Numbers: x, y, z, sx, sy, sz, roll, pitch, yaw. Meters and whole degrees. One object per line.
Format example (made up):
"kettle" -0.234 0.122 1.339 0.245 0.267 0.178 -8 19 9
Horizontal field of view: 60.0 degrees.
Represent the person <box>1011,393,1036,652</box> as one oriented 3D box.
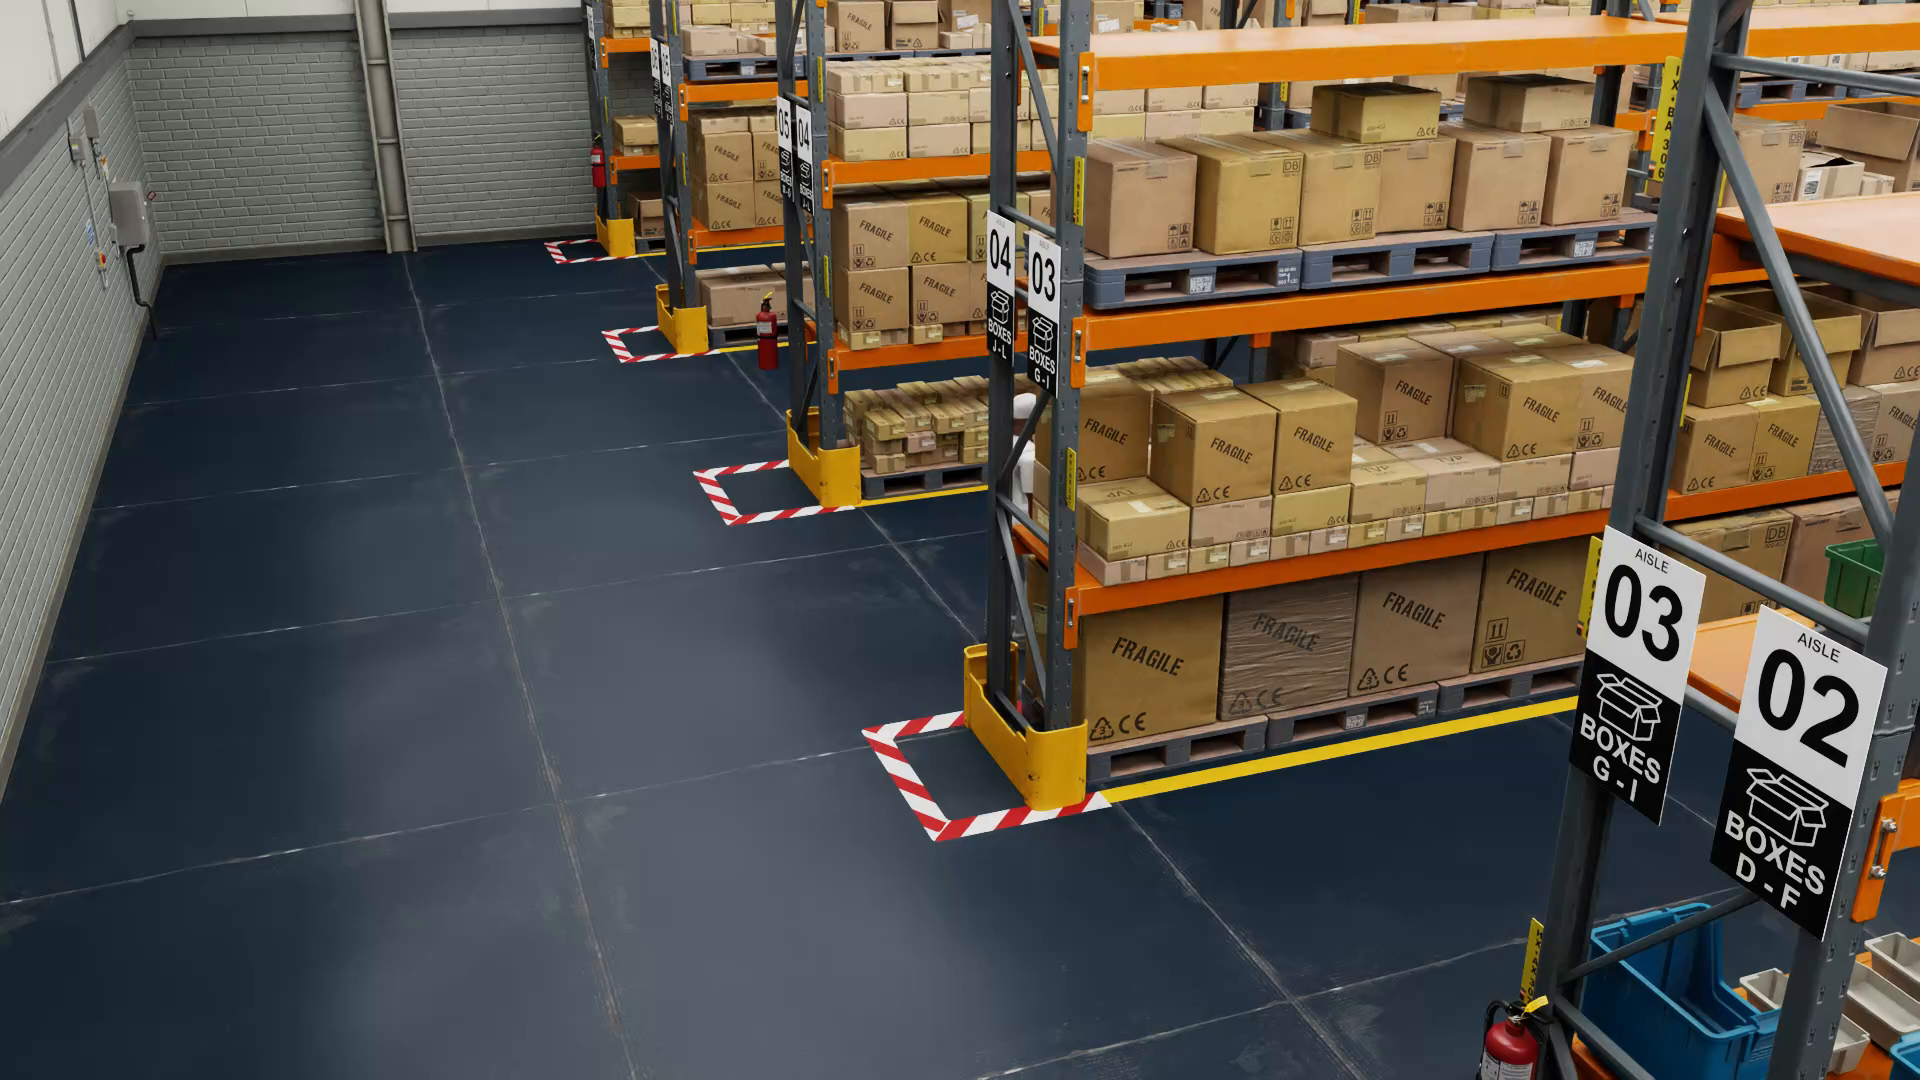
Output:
"person" 0.449 -0.131 11.138 0.368 1.765 0.562 -8 24 -18
